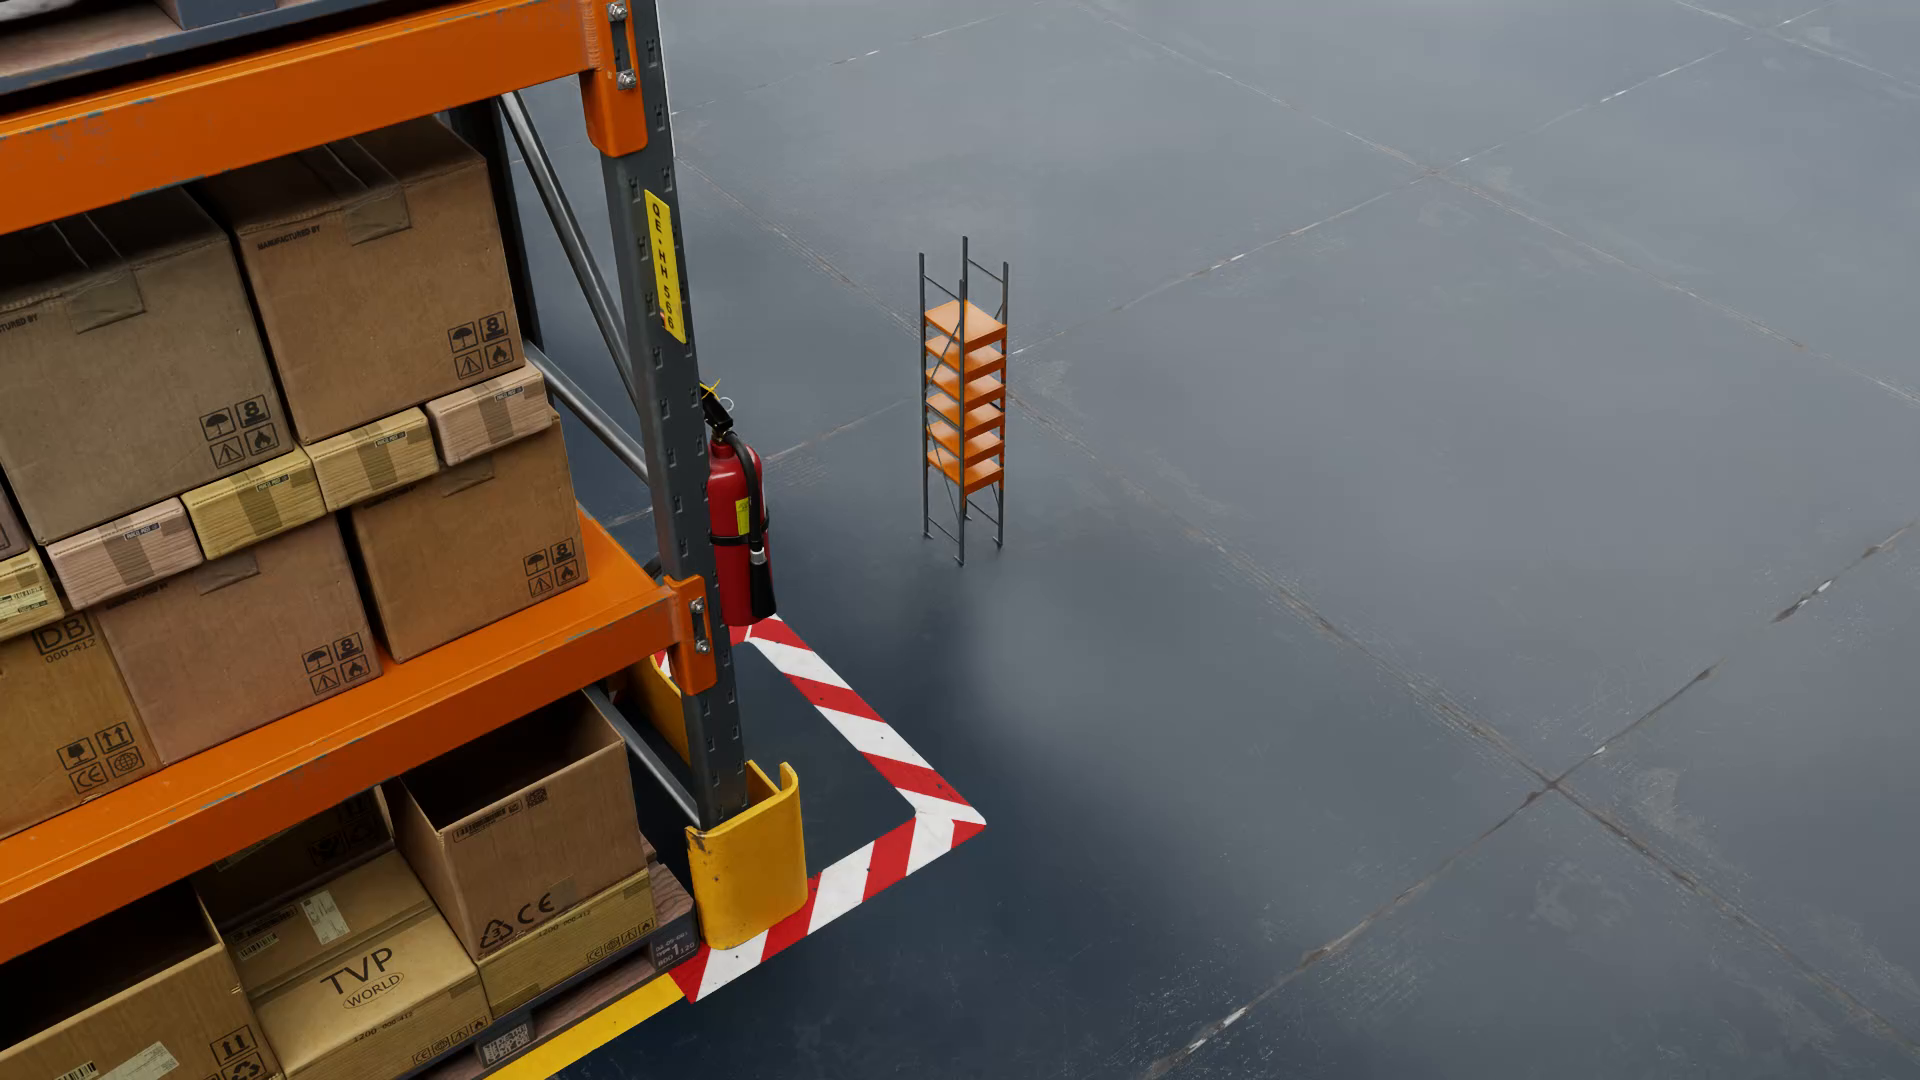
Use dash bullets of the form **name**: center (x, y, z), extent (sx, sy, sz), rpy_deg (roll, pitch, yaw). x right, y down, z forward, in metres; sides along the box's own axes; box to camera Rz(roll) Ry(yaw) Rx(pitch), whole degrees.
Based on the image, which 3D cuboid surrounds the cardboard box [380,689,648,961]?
- **cardboard box**: center (-1.181, 0.660, 4.326), extent (0.500, 0.500, 0.500), rpy_deg (-26, 46, -28)

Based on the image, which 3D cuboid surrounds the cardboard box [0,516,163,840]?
- **cardboard box**: center (-2.126, 0.222, 3.536), extent (0.500, 0.500, 0.700), rpy_deg (-26, 46, -28)

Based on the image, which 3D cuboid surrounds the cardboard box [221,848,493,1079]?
- **cardboard box**: center (-1.571, 1.148, 4.323), extent (0.500, 0.250, 0.500), rpy_deg (-26, 46, -28)

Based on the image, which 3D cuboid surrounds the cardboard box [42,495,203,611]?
- **cardboard box**: center (-1.734, -0.057, 3.364), extent (0.250, 0.149, 0.380), rpy_deg (-25, 46, -28)

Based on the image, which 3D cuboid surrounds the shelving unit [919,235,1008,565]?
- **shelving unit**: center (0.011, -0.469, 5.876), extent (0.189, 1.200, 0.258), rpy_deg (-26, 46, -28)

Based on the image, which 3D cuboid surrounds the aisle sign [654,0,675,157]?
- **aisle sign**: center (-0.706, -1.191, 3.287), extent (0.004, 0.787, 0.394), rpy_deg (-26, 46, -28)

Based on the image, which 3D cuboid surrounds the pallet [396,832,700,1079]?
- **pallet**: center (-1.518, 1.087, 4.759), extent (1.213, 0.211, 1.003), rpy_deg (-26, 46, -28)

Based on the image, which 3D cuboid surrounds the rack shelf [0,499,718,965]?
- **rack shelf**: center (-2.523, 0.743, 3.546), extent (4.000, 0.370, 1.077), rpy_deg (-26, 46, -28)

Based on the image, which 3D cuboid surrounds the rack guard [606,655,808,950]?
- **rack guard**: center (-0.918, 0.649, 5.065), extent (0.348, 0.500, 1.175), rpy_deg (-26, 46, -28)

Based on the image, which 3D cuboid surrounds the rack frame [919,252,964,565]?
- **rack frame**: center (-0.061, -0.434, 5.833), extent (0.006, 1.200, 0.240), rpy_deg (-26, 46, -28)

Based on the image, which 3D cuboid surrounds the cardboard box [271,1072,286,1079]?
- **cardboard box**: center (-1.967, 1.342, 4.086), extent (0.500, 0.250, 0.500), rpy_deg (-26, 46, -28)

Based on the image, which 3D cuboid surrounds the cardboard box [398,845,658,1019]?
- **cardboard box**: center (-1.182, 0.949, 4.565), extent (0.500, 0.250, 0.500), rpy_deg (-26, 46, -28)

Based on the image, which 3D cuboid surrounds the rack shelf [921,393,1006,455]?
- **rack shelf**: center (0.011, -0.435, 5.904), extent (0.180, 0.103, 0.258), rpy_deg (-26, 46, -28)

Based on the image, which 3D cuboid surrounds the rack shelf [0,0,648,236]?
- **rack shelf**: center (-2.523, -0.417, 2.595), extent (4.000, 0.370, 1.077), rpy_deg (-26, 46, -28)

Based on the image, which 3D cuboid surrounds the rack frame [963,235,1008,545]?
- **rack frame**: center (0.084, -0.505, 5.919), extent (0.006, 1.200, 0.240), rpy_deg (-26, 46, -28)

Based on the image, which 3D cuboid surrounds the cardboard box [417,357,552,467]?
- **cardboard box**: center (-1.124, -0.354, 3.726), extent (0.250, 0.149, 0.380), rpy_deg (-27, 46, -29)

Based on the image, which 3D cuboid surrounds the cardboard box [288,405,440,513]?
- **cardboard box**: center (-1.331, -0.252, 3.602), extent (0.250, 0.149, 0.380), rpy_deg (-25, 45, -27)

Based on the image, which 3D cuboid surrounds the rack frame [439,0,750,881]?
- **rack frame**: center (-0.937, -0.308, 4.260), extent (0.127, 3.000, 1.000), rpy_deg (-26, 46, -28)

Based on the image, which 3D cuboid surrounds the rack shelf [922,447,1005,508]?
- **rack shelf**: center (0.011, -0.250, 6.057), extent (0.180, 0.103, 0.258), rpy_deg (-26, 46, -28)

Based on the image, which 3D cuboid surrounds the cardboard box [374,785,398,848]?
- **cardboard box**: center (-1.498, 0.688, 4.883), extent (0.500, 0.250, 0.500), rpy_deg (-26, 46, -28)

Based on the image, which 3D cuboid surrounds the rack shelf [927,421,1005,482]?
- **rack shelf**: center (0.011, -0.342, 5.981), extent (0.180, 0.103, 0.258), rpy_deg (-26, 46, -28)

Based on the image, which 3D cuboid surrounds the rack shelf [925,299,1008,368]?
- **rack shelf**: center (0.011, -0.713, 5.676), extent (0.180, 0.103, 0.258), rpy_deg (-26, 46, -28)

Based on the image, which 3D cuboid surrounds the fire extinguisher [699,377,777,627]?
- **fire extinguisher**: center (-0.560, -0.090, 4.056), extent (0.183, 0.674, 0.296), rpy_deg (-26, 46, -28)

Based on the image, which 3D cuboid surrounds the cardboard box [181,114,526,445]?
- **cardboard box**: center (-1.357, -0.654, 3.580), extent (0.500, 0.500, 0.700), rpy_deg (-26, 46, -28)

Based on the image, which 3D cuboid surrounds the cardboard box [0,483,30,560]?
- **cardboard box**: center (-2.170, -0.253, 3.091), extent (0.500, 0.500, 0.700), rpy_deg (-26, 46, -28)

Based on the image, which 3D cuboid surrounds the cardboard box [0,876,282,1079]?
- **cardboard box**: center (-1.965, 1.054, 3.846), extent (0.500, 0.500, 0.500), rpy_deg (-26, 46, -28)

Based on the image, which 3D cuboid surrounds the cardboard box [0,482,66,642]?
- **cardboard box**: center (-1.942, 0.045, 3.240), extent (0.250, 0.149, 0.380), rpy_deg (-25, 45, -27)

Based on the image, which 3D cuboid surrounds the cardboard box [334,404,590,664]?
- **cardboard box**: center (-1.315, -0.173, 4.017), extent (0.500, 0.500, 0.700), rpy_deg (-26, 46, -28)

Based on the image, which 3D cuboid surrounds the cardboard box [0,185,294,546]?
- **cardboard box**: center (-1.771, -0.448, 3.329), extent (0.500, 0.500, 0.700), rpy_deg (-27, 47, -29)

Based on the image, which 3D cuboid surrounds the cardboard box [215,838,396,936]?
- **cardboard box**: center (-1.892, 0.883, 4.645), extent (0.500, 0.250, 0.500), rpy_deg (-26, 46, -28)

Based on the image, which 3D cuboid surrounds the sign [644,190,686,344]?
- **sign**: center (-0.618, -0.569, 3.479), extent (0.005, 0.325, 0.100), rpy_deg (-26, 46, -28)

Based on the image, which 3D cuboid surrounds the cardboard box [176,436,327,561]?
- **cardboard box**: center (-1.533, -0.153, 3.481), extent (0.250, 0.149, 0.380), rpy_deg (-27, 46, -29)

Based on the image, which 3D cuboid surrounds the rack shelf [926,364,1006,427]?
- **rack shelf**: center (0.011, -0.528, 5.828), extent (0.180, 0.103, 0.258), rpy_deg (-26, 46, -28)

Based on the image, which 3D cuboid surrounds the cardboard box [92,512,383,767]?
- **cardboard box**: center (-1.729, 0.033, 3.766), extent (0.500, 0.500, 0.700), rpy_deg (-25, 45, -27)

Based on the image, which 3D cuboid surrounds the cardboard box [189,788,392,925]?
- **cardboard box**: center (-1.893, 0.592, 4.408), extent (0.500, 0.500, 0.500), rpy_deg (-26, 46, -28)

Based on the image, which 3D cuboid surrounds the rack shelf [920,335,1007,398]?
- **rack shelf**: center (0.011, -0.621, 5.752), extent (0.180, 0.103, 0.258), rpy_deg (-26, 46, -28)
